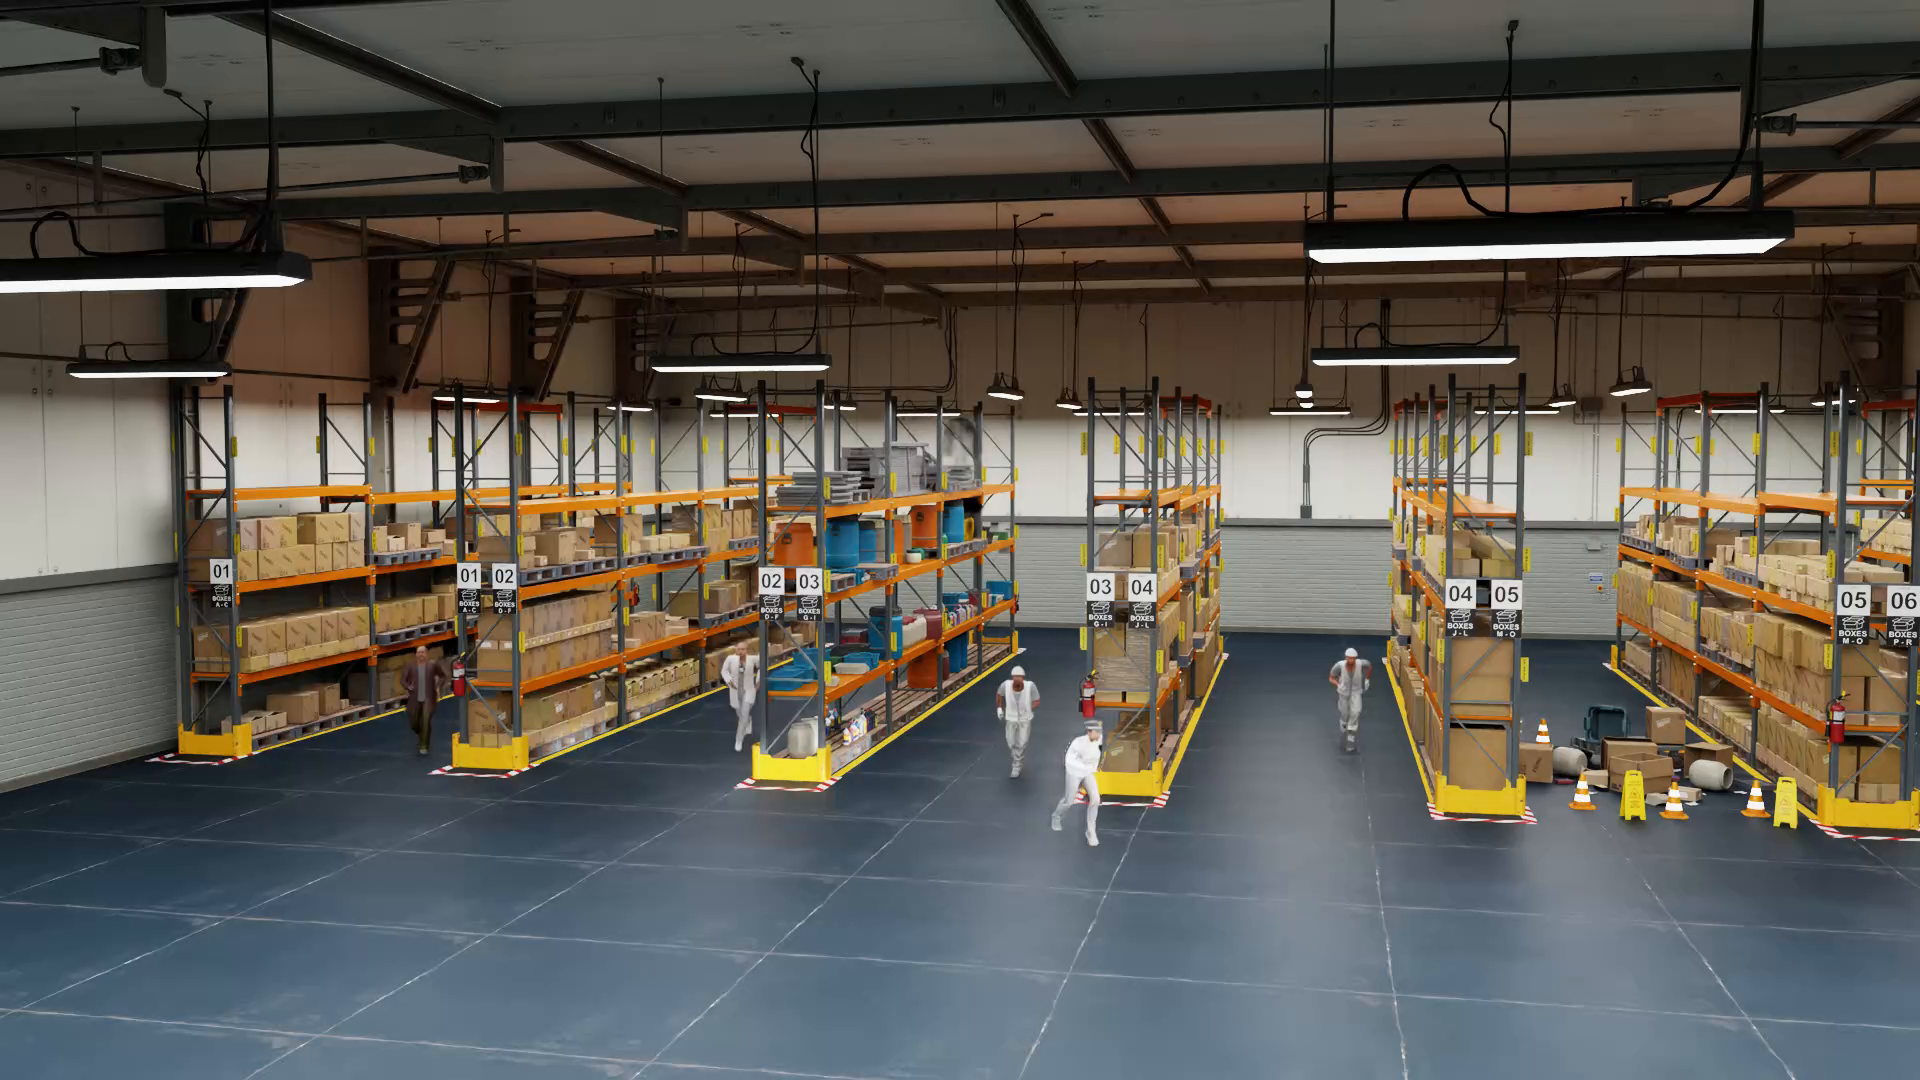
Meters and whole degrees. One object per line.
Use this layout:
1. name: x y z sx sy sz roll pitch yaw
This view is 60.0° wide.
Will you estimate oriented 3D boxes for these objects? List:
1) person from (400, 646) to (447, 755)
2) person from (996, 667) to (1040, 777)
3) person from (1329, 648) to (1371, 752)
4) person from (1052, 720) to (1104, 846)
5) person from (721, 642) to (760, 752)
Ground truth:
1. person: -8.792 2.605 27.220 0.725 1.746 0.902 -1 3 -11
2. person: 0.885 2.750 25.312 0.674 1.702 0.759 0 3 2
3. person: 6.501 2.622 27.773 0.704 1.732 1.055 0 3 6
4. person: 1.502 3.052 21.207 0.658 1.624 0.961 -2 4 -35
5. person: -3.624 2.573 27.856 0.712 1.778 1.188 0 3 6
